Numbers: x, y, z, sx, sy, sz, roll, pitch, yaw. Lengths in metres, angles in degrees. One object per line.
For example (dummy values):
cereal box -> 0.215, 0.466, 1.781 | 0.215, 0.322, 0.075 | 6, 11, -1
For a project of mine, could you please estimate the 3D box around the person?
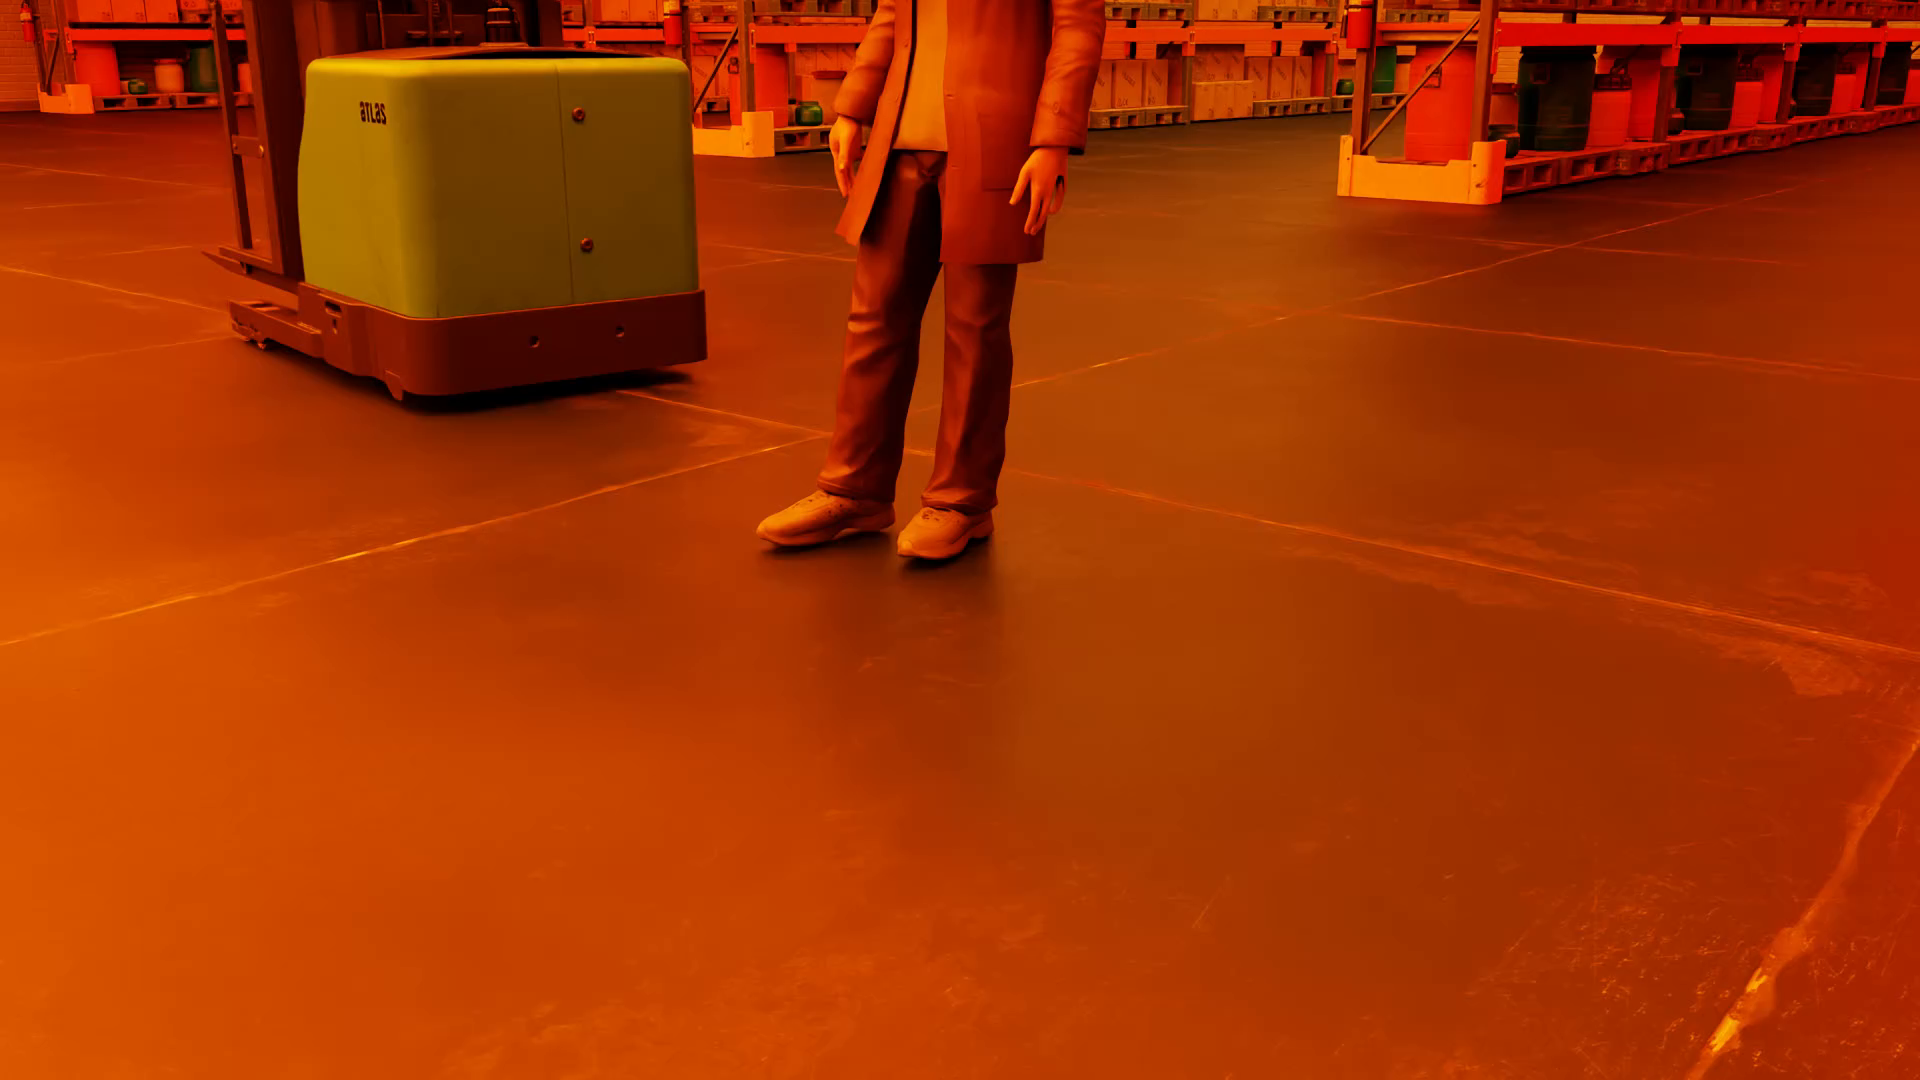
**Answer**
person -> -0.061, -0.838, 3.616 | 0.698, 1.778, 0.579 | 13, 21, 37

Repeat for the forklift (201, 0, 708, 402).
forklift -> -2.190, -2.207, 6.164 | 1.130, 2.935, 3.031 | -13, 21, -37
